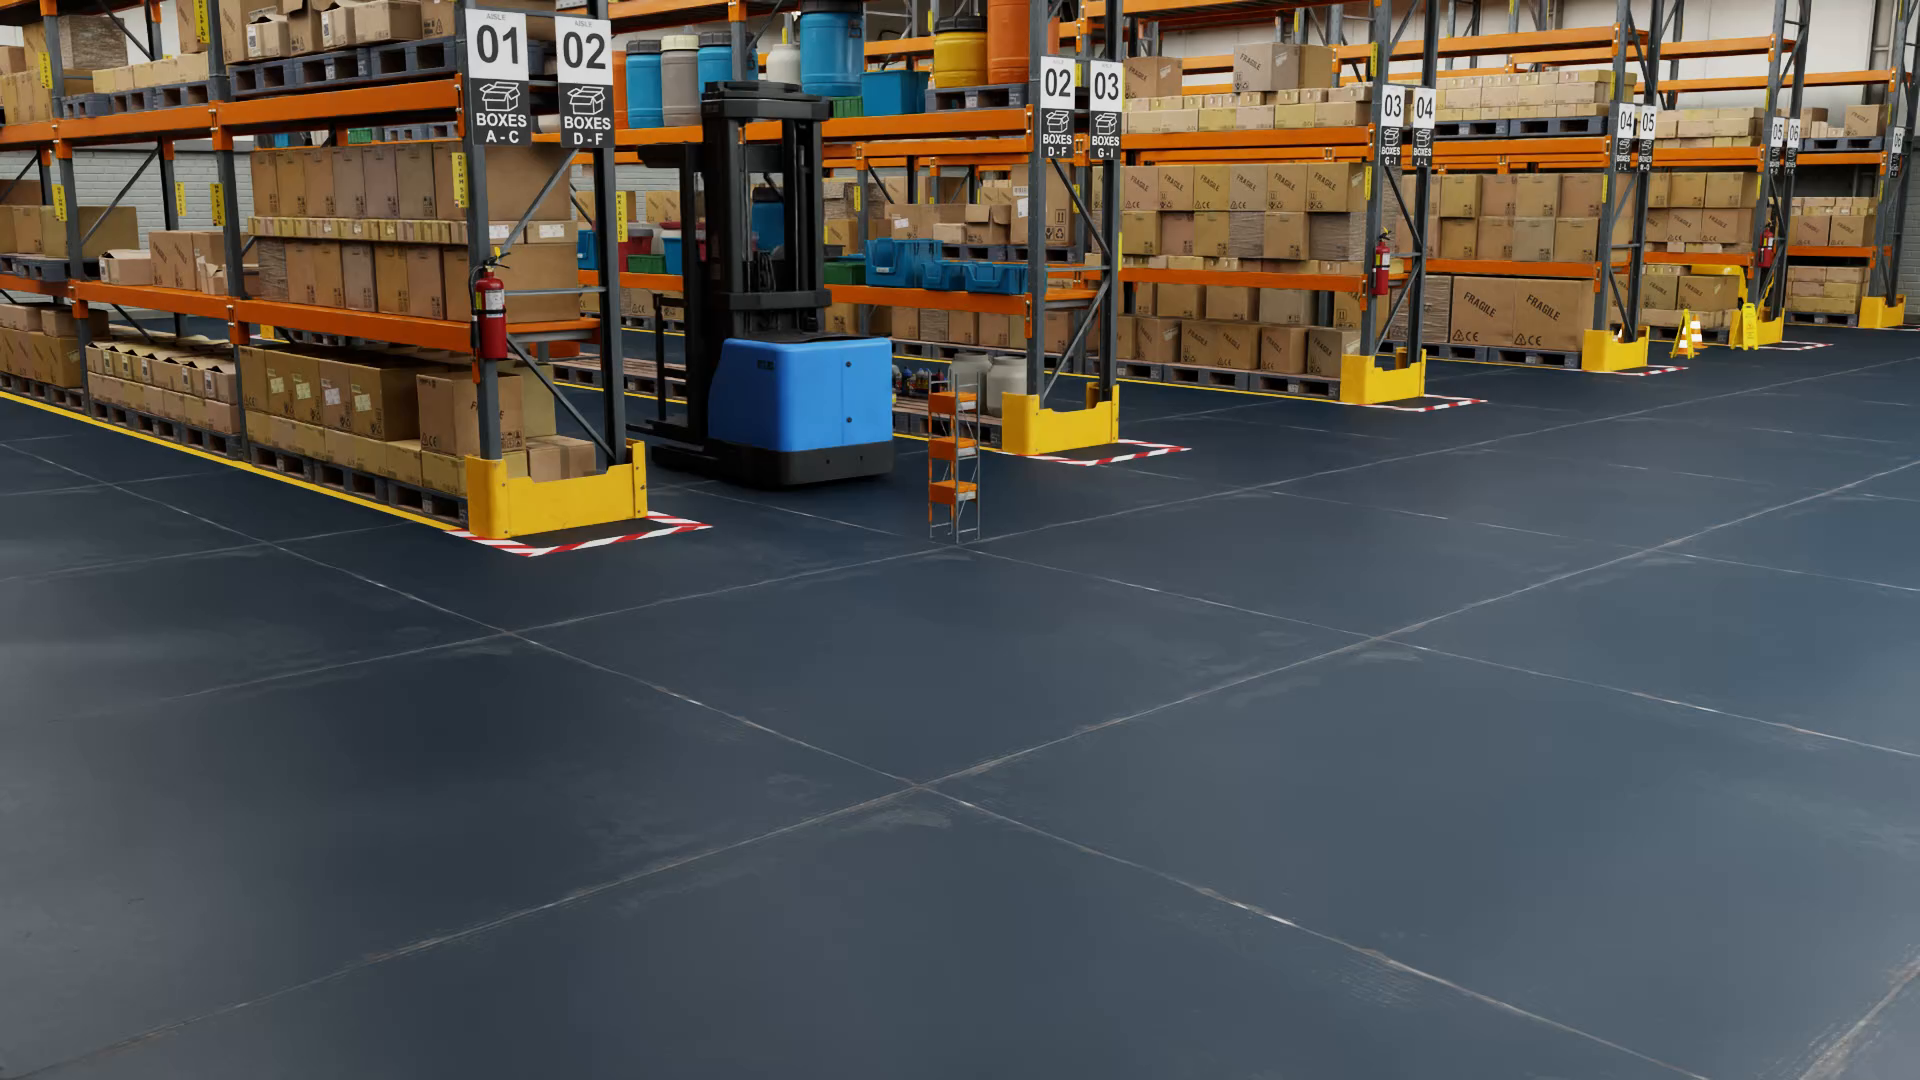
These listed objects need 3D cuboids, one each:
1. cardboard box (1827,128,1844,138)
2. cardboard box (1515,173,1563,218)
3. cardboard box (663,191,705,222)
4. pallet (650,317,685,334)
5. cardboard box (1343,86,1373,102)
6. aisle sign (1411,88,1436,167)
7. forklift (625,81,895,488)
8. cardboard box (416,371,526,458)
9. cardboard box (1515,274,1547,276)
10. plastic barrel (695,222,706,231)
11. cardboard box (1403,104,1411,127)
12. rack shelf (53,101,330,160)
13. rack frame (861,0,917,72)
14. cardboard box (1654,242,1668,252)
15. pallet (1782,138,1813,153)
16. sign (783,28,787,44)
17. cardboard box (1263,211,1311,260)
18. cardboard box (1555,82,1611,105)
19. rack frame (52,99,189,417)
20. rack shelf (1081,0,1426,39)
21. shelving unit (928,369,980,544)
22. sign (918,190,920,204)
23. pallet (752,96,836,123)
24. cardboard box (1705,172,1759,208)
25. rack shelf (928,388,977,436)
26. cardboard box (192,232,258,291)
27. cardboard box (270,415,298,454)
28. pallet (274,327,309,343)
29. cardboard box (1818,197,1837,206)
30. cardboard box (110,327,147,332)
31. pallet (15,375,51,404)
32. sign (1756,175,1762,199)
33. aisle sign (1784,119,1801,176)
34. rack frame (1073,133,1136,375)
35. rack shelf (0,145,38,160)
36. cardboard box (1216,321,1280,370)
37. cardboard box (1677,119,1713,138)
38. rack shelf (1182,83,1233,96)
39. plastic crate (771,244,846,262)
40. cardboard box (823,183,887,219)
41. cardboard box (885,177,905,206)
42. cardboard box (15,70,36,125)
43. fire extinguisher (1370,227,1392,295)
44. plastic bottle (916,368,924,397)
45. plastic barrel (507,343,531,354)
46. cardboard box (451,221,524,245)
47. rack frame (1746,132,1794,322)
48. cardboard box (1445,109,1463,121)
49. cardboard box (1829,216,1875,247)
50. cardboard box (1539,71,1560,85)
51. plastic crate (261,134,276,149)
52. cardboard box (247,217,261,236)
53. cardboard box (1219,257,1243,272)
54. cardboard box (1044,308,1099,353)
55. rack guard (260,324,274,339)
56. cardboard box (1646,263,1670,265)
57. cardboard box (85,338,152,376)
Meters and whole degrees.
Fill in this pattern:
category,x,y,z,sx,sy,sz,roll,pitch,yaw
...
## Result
category,x,y,z,sx,sy,sz,roll,pitch,yaw
cardboard box,14.500,-6.709,27.418,0.250,0.149,0.380,11,16,44
cardboard box,7.519,-4.363,21.078,0.875,0.550,0.550,-11,16,-43
cardboard box,-4.261,-5.177,25.858,0.500,0.500,0.500,-10,15,-41
pallet,-4.219,-3.464,26.677,1.003,0.211,1.213,-11,16,-43
cardboard box,4.119,-4.545,16.961,0.380,0.149,0.250,-11,16,-43
aisle sign,4.796,-4.263,17.200,0.394,0.787,0.004,-11,16,-43
forklift,-1.810,-2.053,13.087,1.130,2.935,3.031,-9,15,-38
cardboard box,-3.216,-0.840,10.943,0.500,0.500,0.500,-11,16,-43
cardboard box,9.154,-4.024,26.398,0.500,0.500,0.500,-10,15,-40
plastic barrel,-2.817,-3.194,18.119,0.433,0.535,0.433,0,12,0
cardboard box,4.391,-4.459,17.532,0.500,0.250,0.500,-10,15,-41
rack shelf,-6.774,-3.569,14.625,1.077,0.370,4.000,-11,16,-43
rack frame,-0.988,-7.063,22.365,1.000,3.000,0.127,-11,16,-43
cardboard box,10.599,-4.392,24.890,0.380,0.149,0.250,-11,16,-42
pallet,13.975,-6.741,28.455,1.003,0.211,1.213,-11,16,-43
sign,-3.248,-9.327,30.846,0.100,0.325,0.005,-11,16,-43
cardboard box,3.745,-3.292,17.944,0.875,0.500,0.500,-11,16,-43
cardboard box,7.654,-5.462,20.374,0.500,0.250,0.500,-11,16,-42
rack frame,-8.155,-2.744,16.272,1.000,3.000,0.127,-11,16,-43
rack shelf,3.155,-5.833,18.187,1.077,0.370,4.000,-11,16,-43
shelving unit,-0.037,-0.522,10.317,0.215,1.050,0.252,-11,16,-43
sign,-0.602,-4.730,23.235,0.100,0.325,0.005,-11,16,-43
pallet,-1.239,-4.135,16.058,1.213,0.211,1.003,-11,16,-43
cardboard box,11.193,-5.066,24.079,0.500,0.500,0.700,11,16,44
rack shelf,-0.037,-0.790,10.262,0.215,0.259,0.240,-11,16,-43
cardboard box,-6.275,-2.401,14.357,0.500,0.500,0.500,-9,15,-39
cardboard box,-4.950,-0.836,12.783,0.500,0.250,0.500,-11,16,-43
pallet,-9.553,-3.110,24.958,1.003,0.211,1.213,-11,16,-43
cardboard box,14.499,-5.631,27.692,0.380,0.149,0.250,-10,16,-41
cardboard box,-8.971,-1.991,17.722,0.500,0.500,0.500,-11,16,-43
pallet,-9.482,-1.671,17.972,1.003,0.211,1.213,-11,16,-43
sign,11.289,-4.985,23.496,0.100,0.325,0.005,-11,16,-43
aisle sign,11.971,-5.645,23.909,0.394,0.787,0.004,-11,16,-43
rack frame,1.774,-3.541,20.137,1.000,3.000,0.127,-11,16,-43
rack shelf,-12.299,-4.737,20.292,1.077,0.370,4.000,-11,16,-43
cardboard box,3.261,-2.208,18.823,0.500,0.500,0.500,-9,15,-37
cardboard box,10.819,-5.992,24.235,0.500,0.250,0.500,-11,16,-43
rack shelf,4.798,-8.187,30.597,1.077,0.370,4.000,-11,16,-43
plastic crate,-1.538,-2.726,16.336,0.767,0.338,0.504,-11,16,-43
cardboard box,-1.481,-4.774,23.388,0.797,0.503,0.637,-10,15,-41
cardboard box,-0.974,-6.175,29.458,0.500,0.500,0.500,11,16,43
cardboard box,-8.833,-4.396,16.607,0.910,0.500,0.500,-11,16,-43
fire extinguisher,4.282,-2.838,16.918,0.296,0.674,0.183,-11,16,-43
plastic bottle,-0.378,-1.518,15.993,0.097,0.271,0.097,0,12,0
plastic barrel,-5.375,-2.560,20.503,0.421,0.512,0.421,0,12,0
cardboard box,-3.032,-1.973,10.672,0.380,0.149,0.250,-11,16,-43
rack frame,11.704,-4.338,24.006,1.000,3.000,0.127,-11,16,-43
cardboard box,6.487,-5.495,21.525,0.380,0.149,0.250,-11,16,-42
cardboard box,14.762,-5.114,27.527,0.500,0.500,0.500,-11,16,-44
cardboard box,7.367,-5.700,20.545,0.380,0.149,0.250,-11,16,-42
plastic crate,-10.031,-5.912,24.536,0.497,0.269,0.590,-11,16,-43
cardboard box,-5.348,-2.461,13.042,0.380,0.149,0.250,-11,16,-43
cardboard box,3.079,-3.051,18.382,0.380,0.149,0.250,-11,16,-43
cardboard box,1.366,-2.624,20.794,0.500,0.500,0.700,10,15,41
rack guard,-10.121,-3.379,25.547,1.175,0.500,0.348,-11,16,-43
cardboard box,12.636,-4.848,29.779,0.500,0.250,0.500,-11,16,-43
cardboard box,-8.006,-1.761,15.881,0.500,0.311,0.500,-10,15,-41
